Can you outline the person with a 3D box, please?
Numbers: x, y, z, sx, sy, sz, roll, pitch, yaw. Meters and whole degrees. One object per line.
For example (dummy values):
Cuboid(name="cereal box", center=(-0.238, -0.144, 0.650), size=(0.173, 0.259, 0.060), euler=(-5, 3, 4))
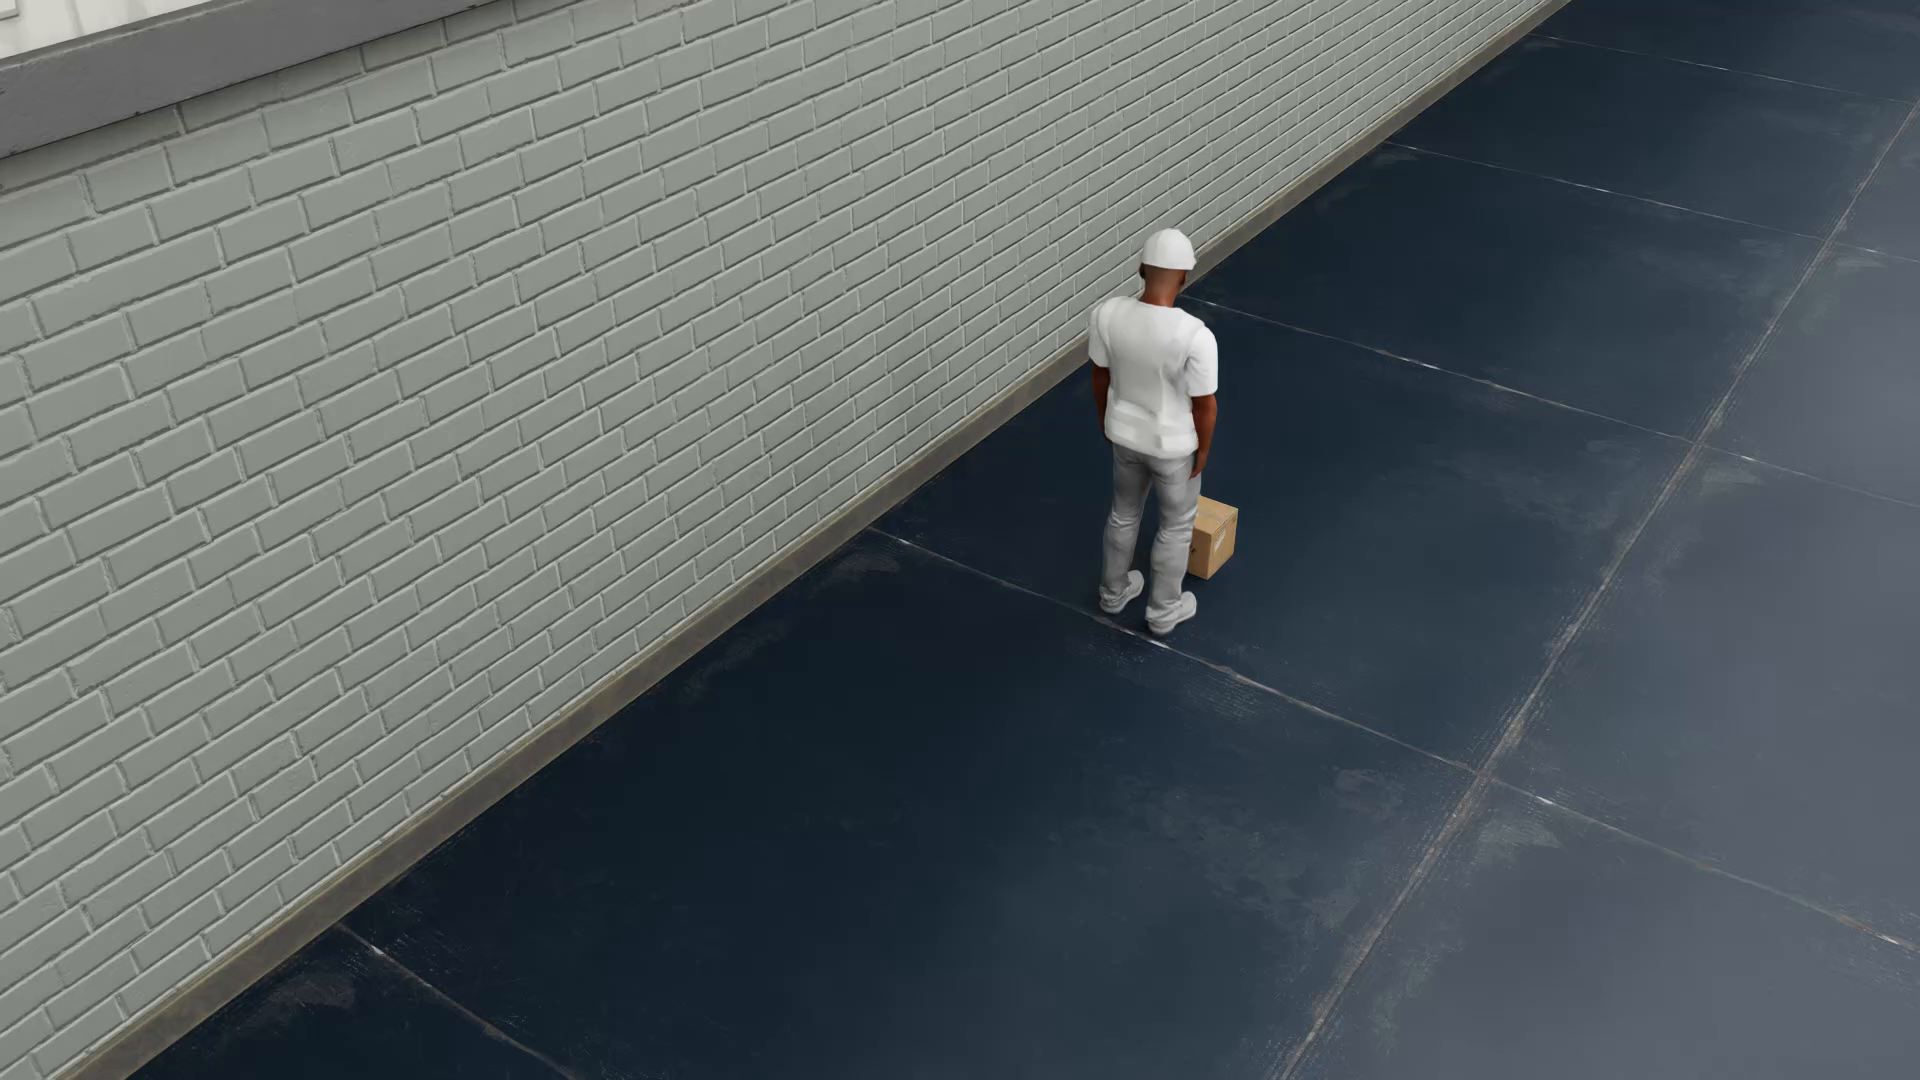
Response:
Cuboid(name="person", center=(0.780, -0.431, 6.758), size=(0.568, 1.759, 0.368), euler=(22, 40, 29))
